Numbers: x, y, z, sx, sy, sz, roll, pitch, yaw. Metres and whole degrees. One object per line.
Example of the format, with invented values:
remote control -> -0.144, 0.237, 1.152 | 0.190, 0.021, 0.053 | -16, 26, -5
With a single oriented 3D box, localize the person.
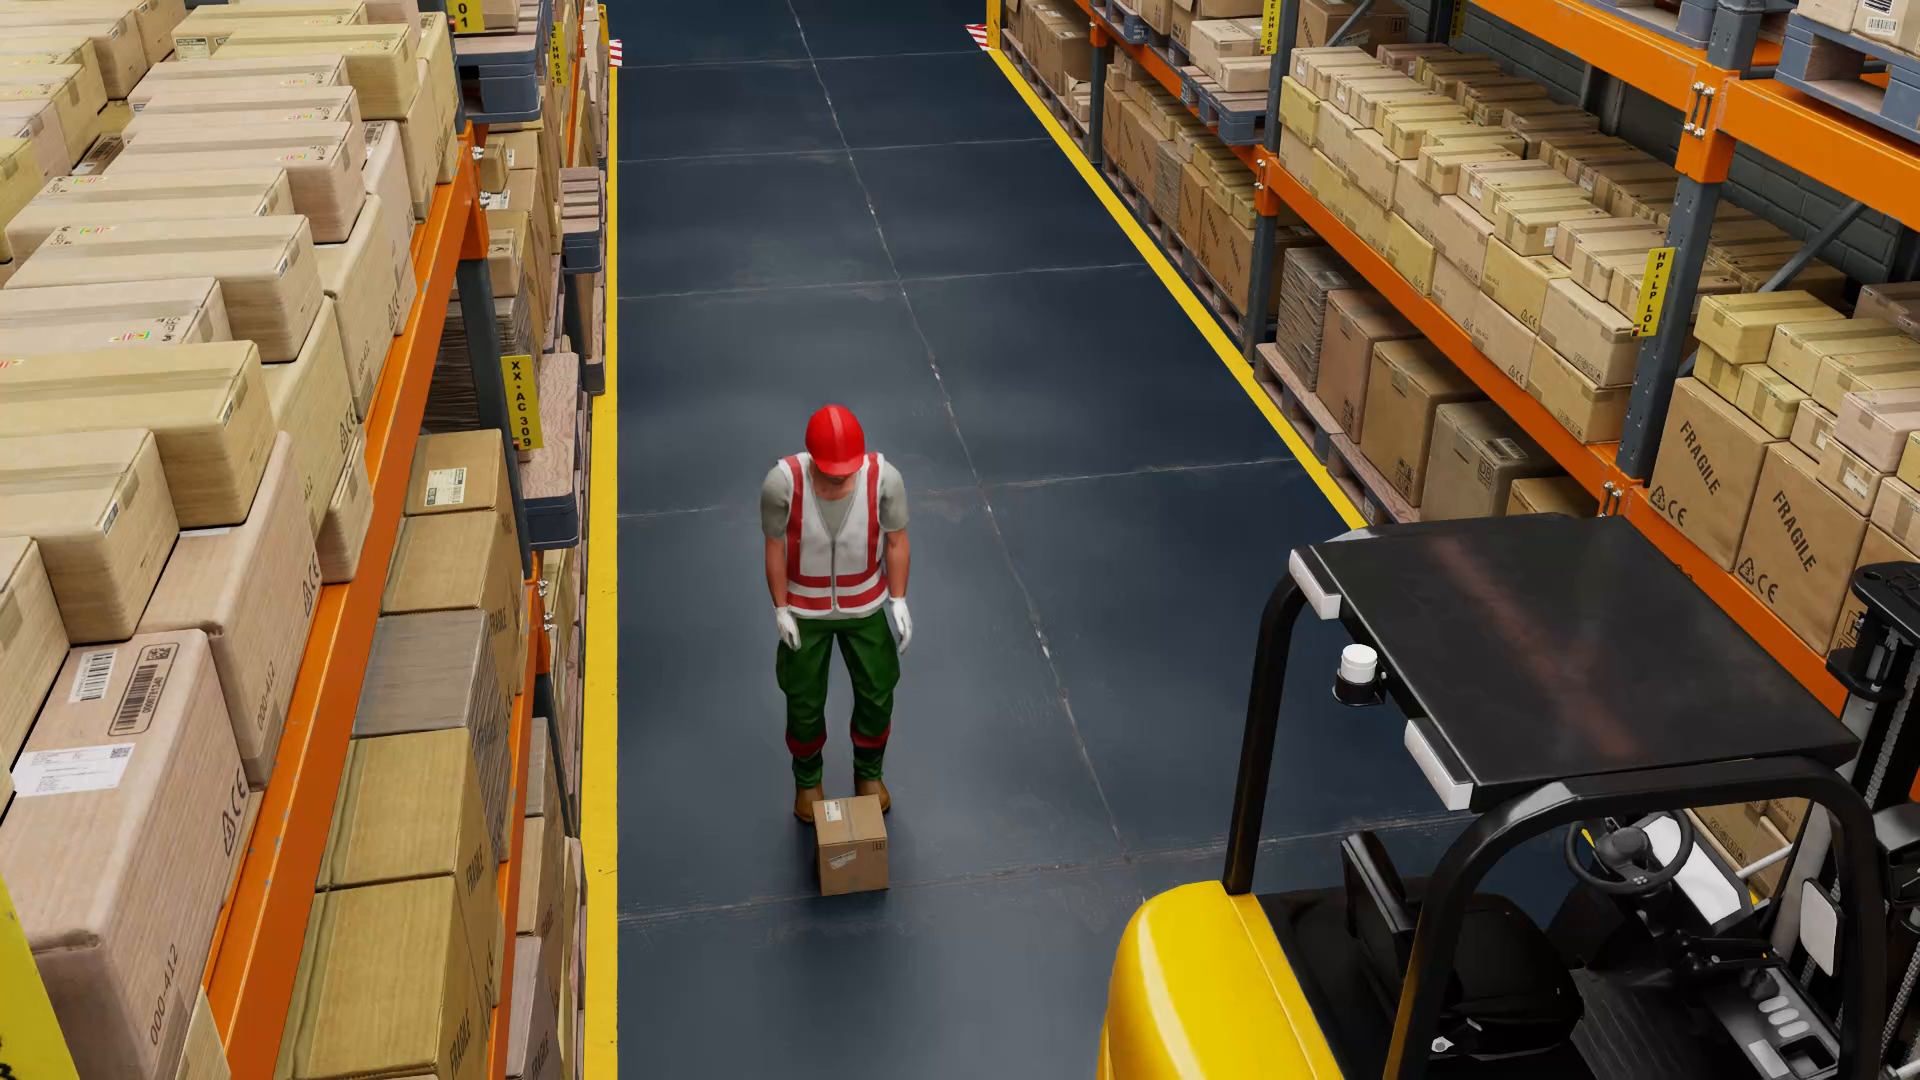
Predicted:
person -> -0.444, 0.270, 6.188 | 0.538, 1.752, 0.428 | -5, 31, -8
